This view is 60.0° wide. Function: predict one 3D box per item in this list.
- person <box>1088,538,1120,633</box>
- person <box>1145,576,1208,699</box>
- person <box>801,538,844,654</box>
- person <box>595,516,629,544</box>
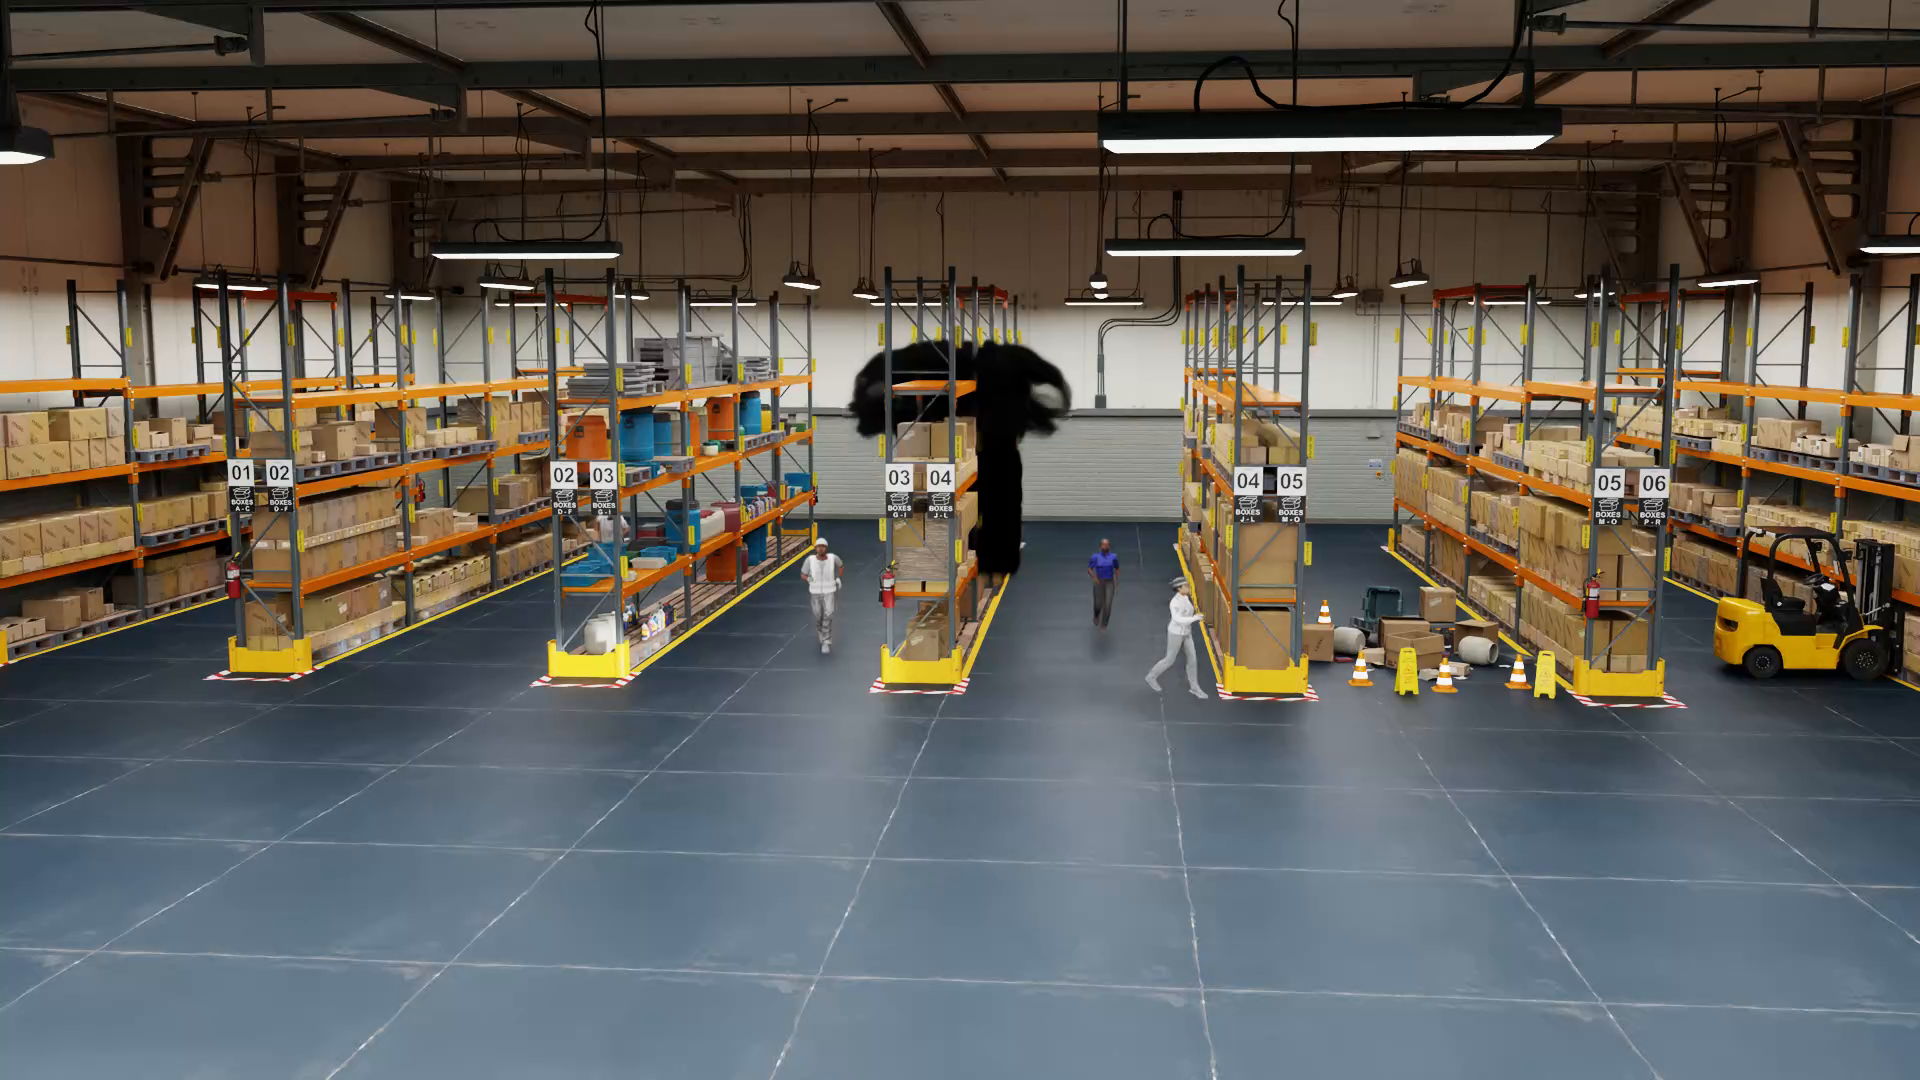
[{"bbox_3d":[2.459,0.811,28.351,0.563,1.521,0.588,0,7,-3],"label":"person"},{"bbox_3d":[3.030,1.332,23.185,0.921,1.703,0.601,4,8,32],"label":"person"},{"bbox_3d":[-2.216,0.861,26.713,0.678,1.800,0.979,0,7,-1],"label":"person"},{"bbox_3d":[-7.041,0.103,33.803,0.704,1.720,1.028,0,7,2],"label":"person"}]
